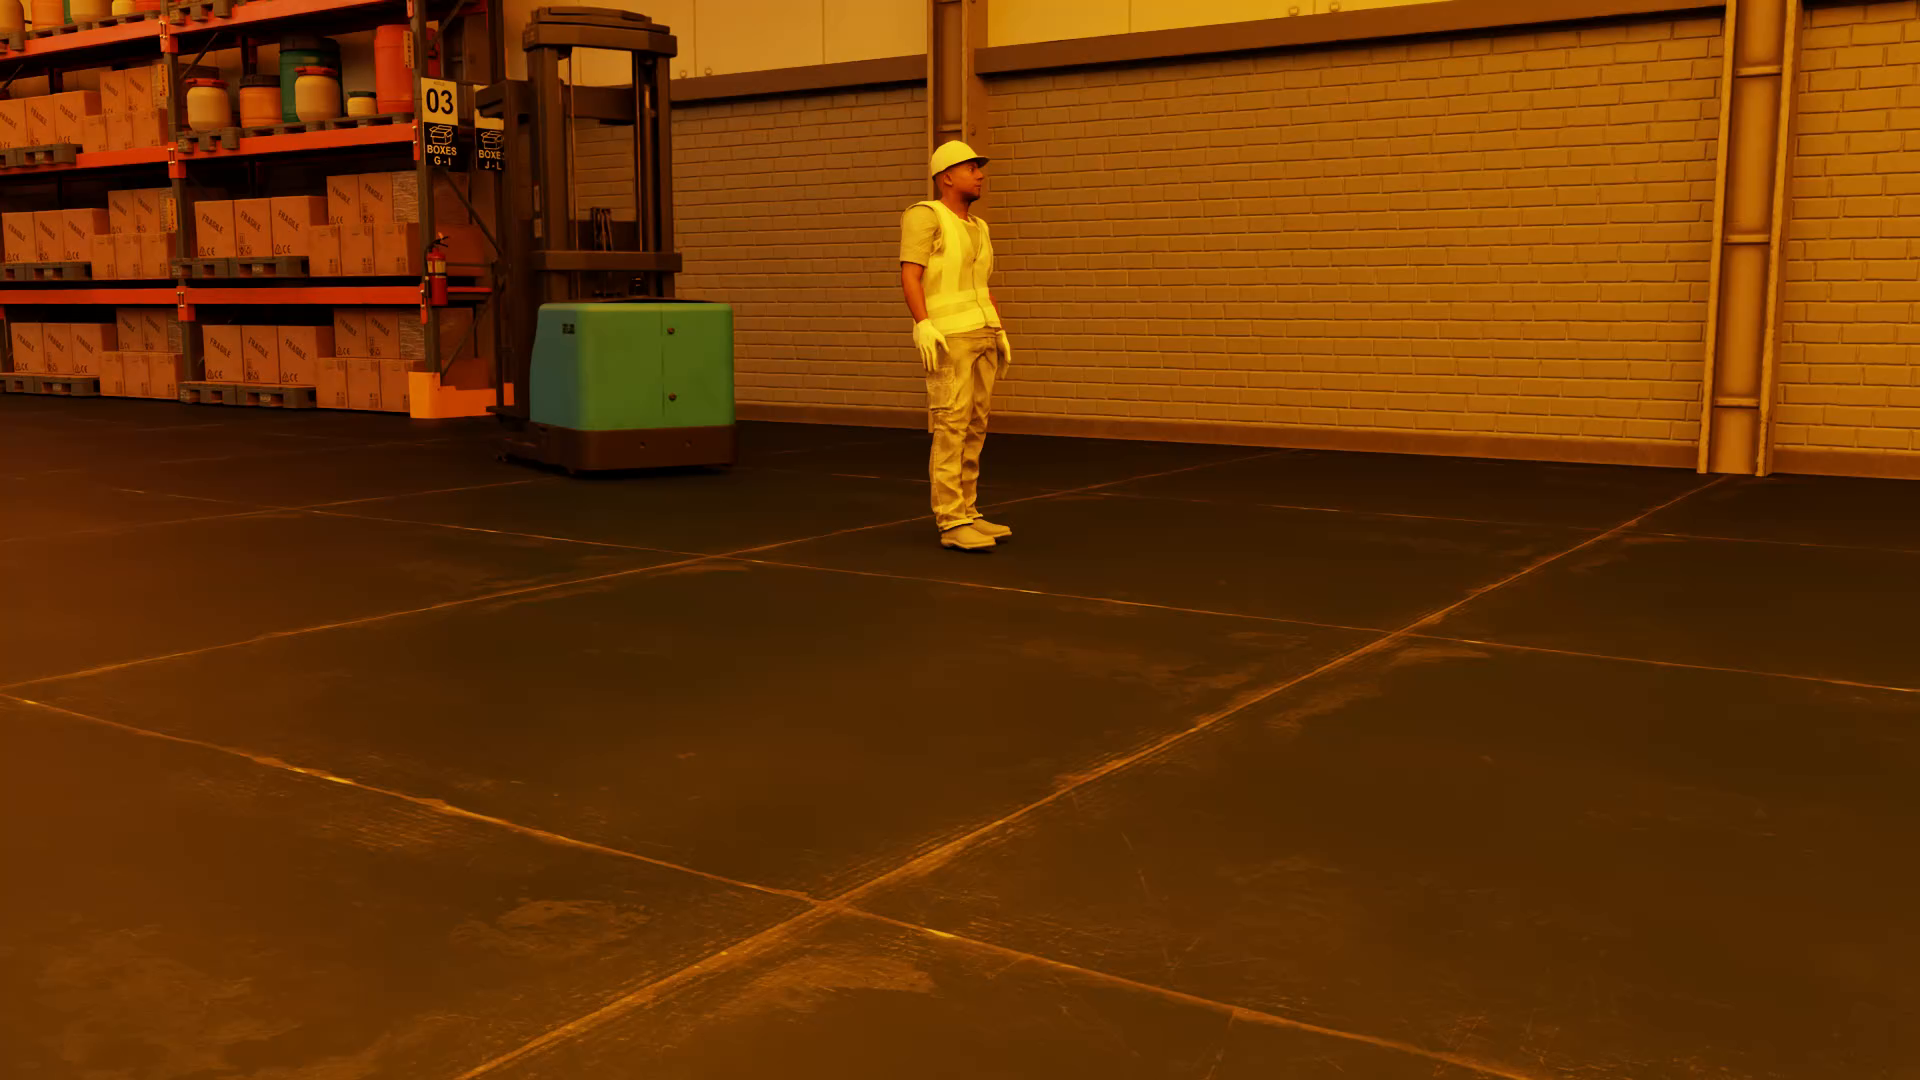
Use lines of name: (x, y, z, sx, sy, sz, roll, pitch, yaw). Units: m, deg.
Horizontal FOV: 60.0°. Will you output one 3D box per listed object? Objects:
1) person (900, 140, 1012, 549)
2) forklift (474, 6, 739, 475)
person: (0.054, -0.883, 7.430, 0.577, 1.782, 0.656, 5, 10, 34)
forklift: (-2.610, -2.013, 11.350, 1.130, 2.935, 3.031, -5, 9, -31)
